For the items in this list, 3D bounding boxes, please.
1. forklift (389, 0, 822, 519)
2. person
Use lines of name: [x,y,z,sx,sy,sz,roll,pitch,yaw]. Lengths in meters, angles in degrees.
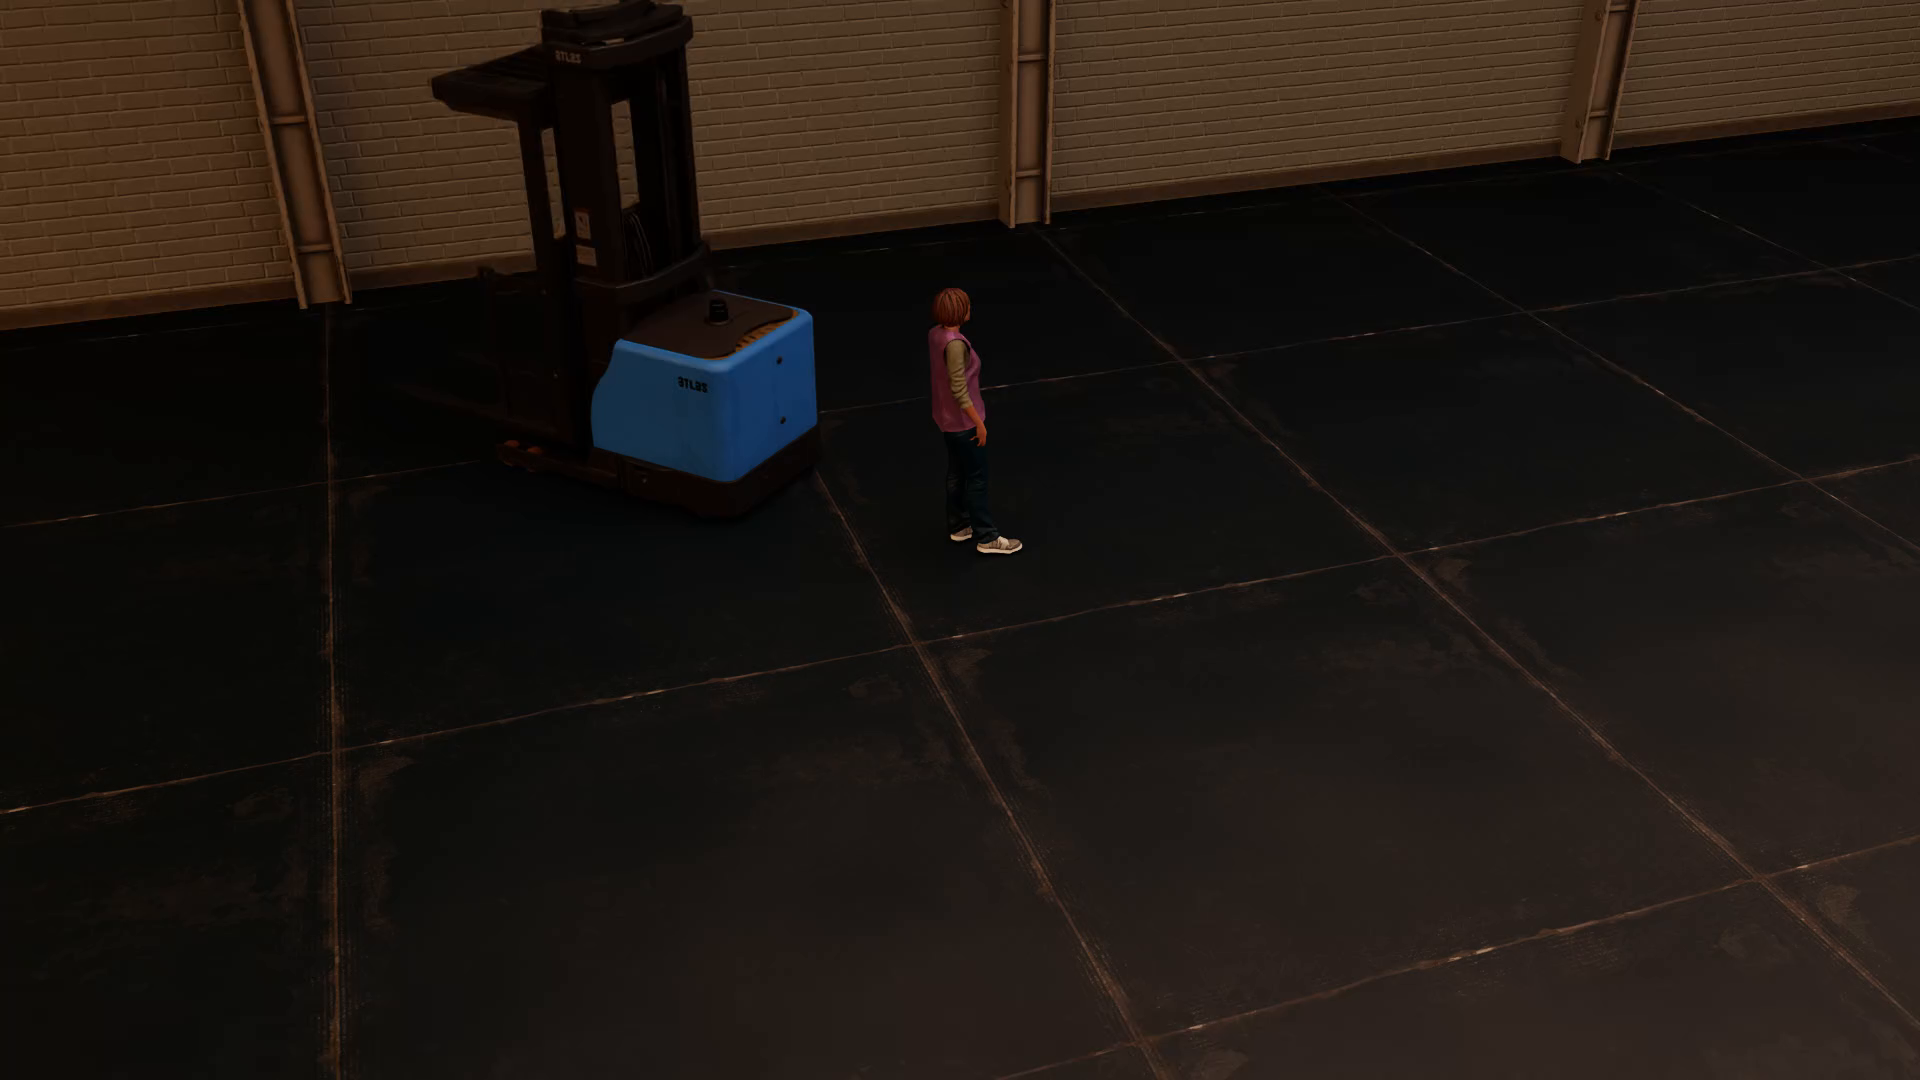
forklift: [-2.443,-1.920,10.424,3.031,2.935,1.130,16,33,25]
person: [0.074,-0.704,9.633,0.475,1.596,0.520,-10,31,-16]
